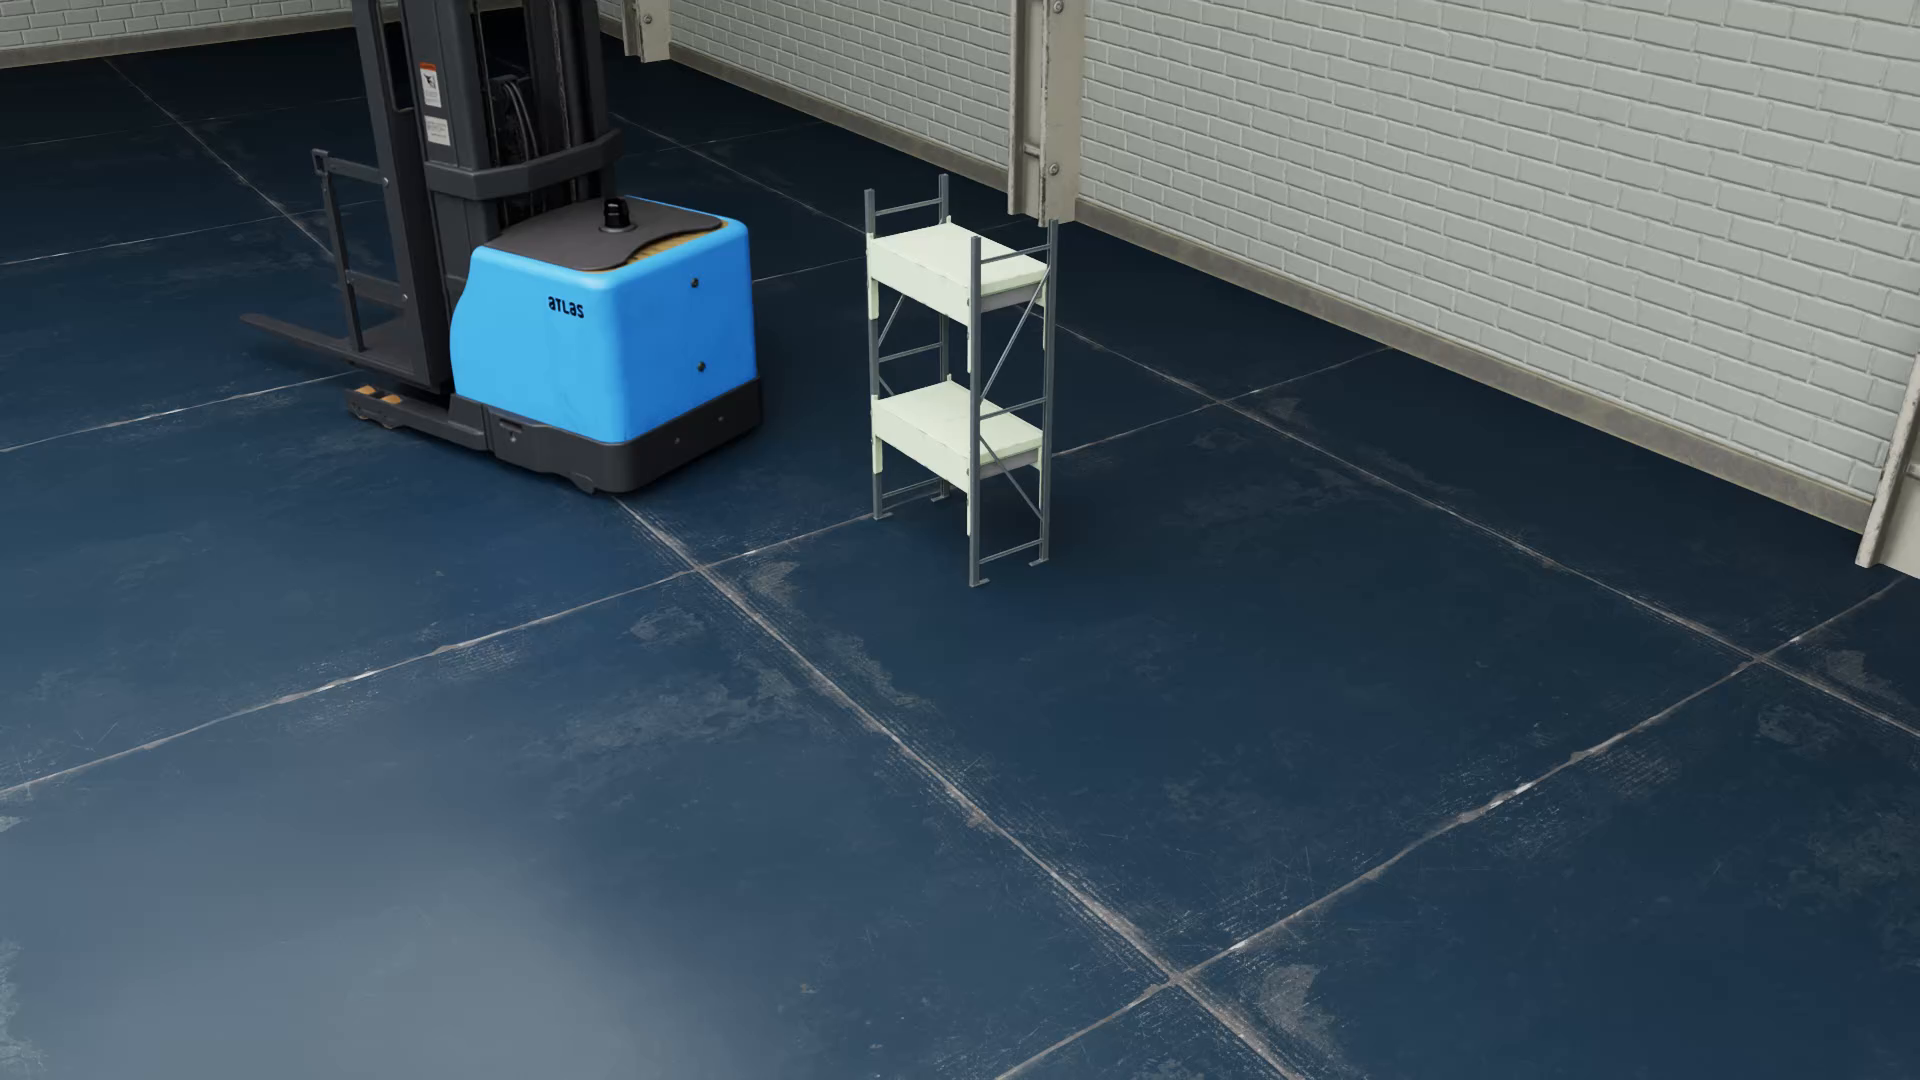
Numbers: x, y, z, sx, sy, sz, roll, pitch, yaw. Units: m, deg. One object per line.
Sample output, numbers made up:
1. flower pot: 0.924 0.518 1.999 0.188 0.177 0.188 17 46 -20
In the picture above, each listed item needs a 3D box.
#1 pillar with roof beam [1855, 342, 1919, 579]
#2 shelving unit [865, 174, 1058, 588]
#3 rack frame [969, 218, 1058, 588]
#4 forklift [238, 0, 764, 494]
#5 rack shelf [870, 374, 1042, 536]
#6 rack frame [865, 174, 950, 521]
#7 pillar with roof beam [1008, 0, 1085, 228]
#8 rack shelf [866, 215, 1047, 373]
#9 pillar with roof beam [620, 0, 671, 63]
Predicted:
1. pillar with roof beam: 0.535 -2.631 2.666 9.100 9.000 0.400 -19 34 -31
2. shelving unit: -0.004 -0.662 6.897 0.431 1.500 0.755 -19 34 -31
3. rack frame: 0.208 -0.519 6.635 0.400 1.500 0.023 -19 34 -31
4. forklift: -2.475 -2.030 7.916 3.031 2.935 1.130 18 33 30
5. rack shelf: -0.004 -0.375 7.052 0.431 0.370 0.720 -19 34 -31
6. rack frame: -0.216 -0.804 7.159 0.400 1.500 0.023 -19 34 -31
7. pillar with roof beam: -2.945 -4.964 6.961 9.100 9.000 0.400 -19 34 -31
8. rack shelf: -0.004 -1.005 6.711 0.431 0.370 0.720 -19 34 -31
9. pillar with roof beam: -6.425 -7.296 11.256 9.100 9.000 0.400 -19 34 -31
